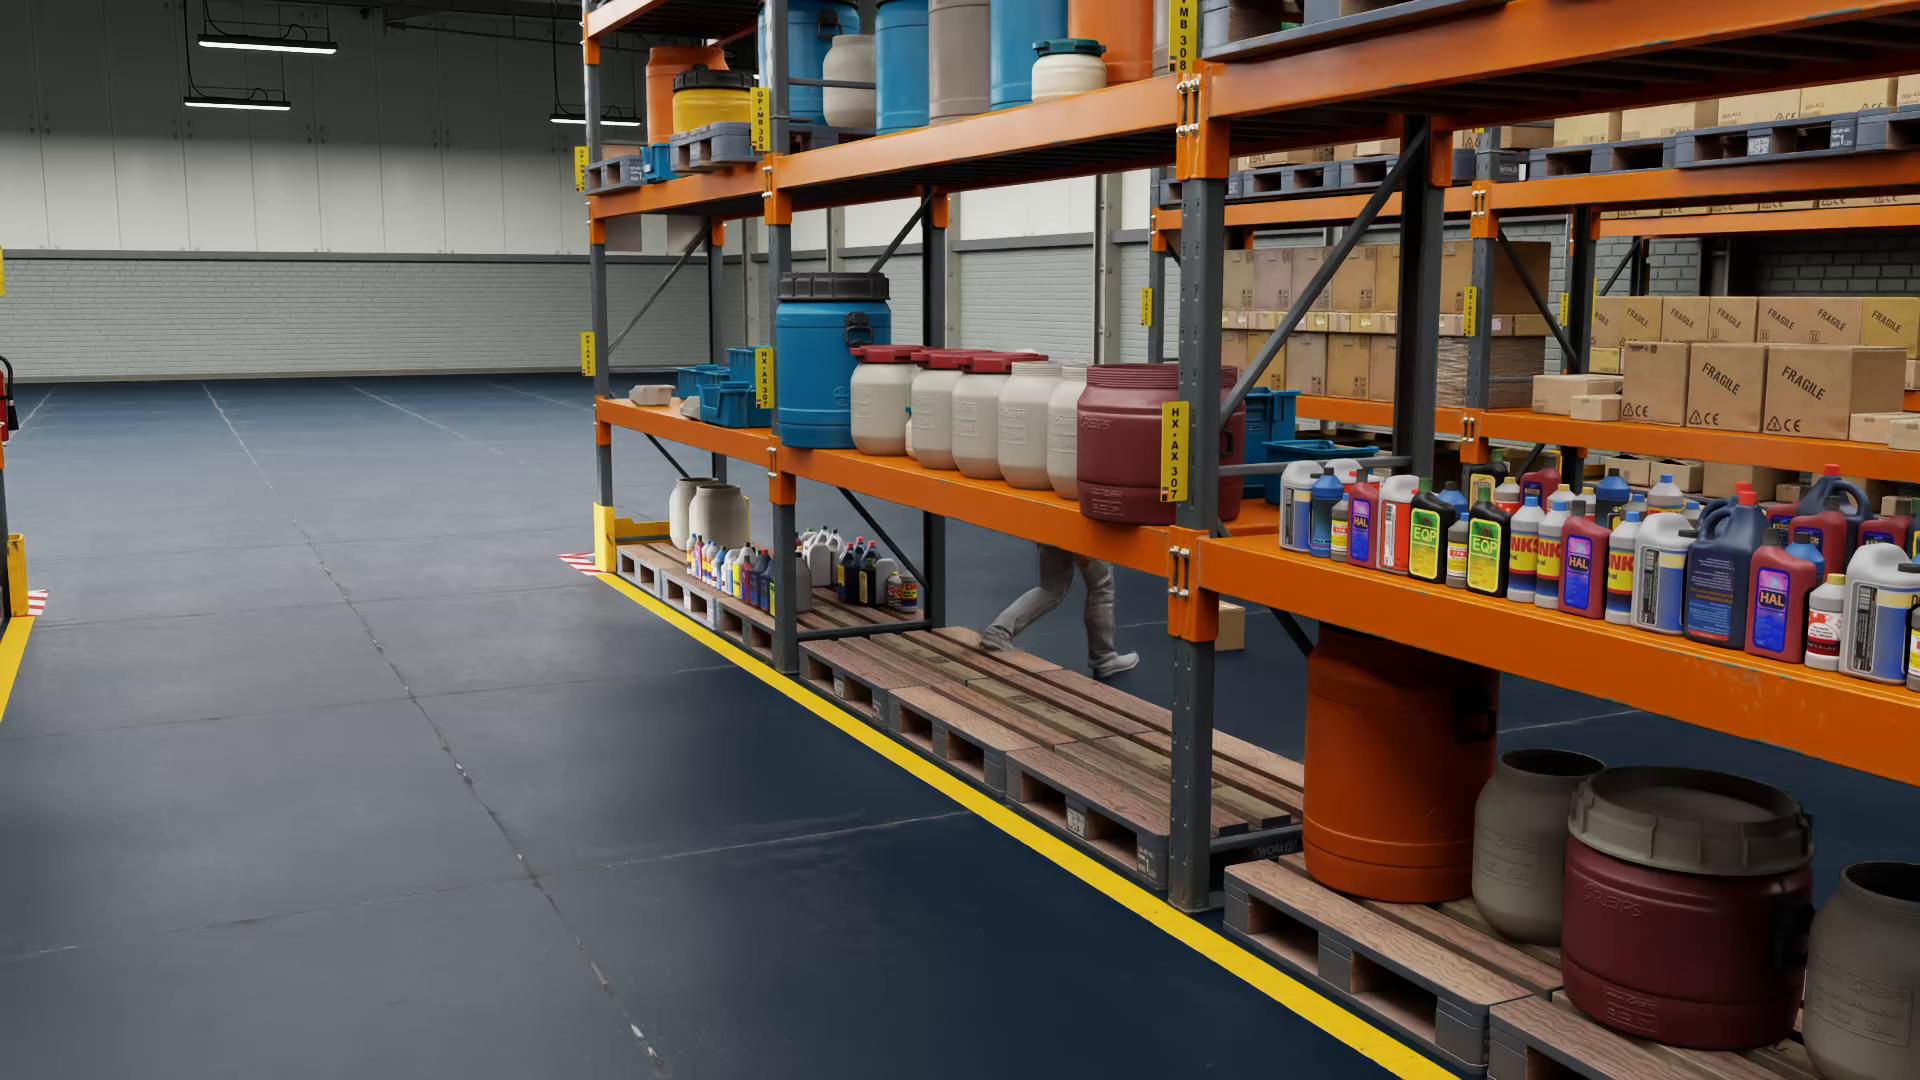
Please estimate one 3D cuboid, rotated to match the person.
[{"bbox_3d":[0.551,-0.093,8.944,0.957,1.742,0.583,-6,10,-34],"label":"person"}]
